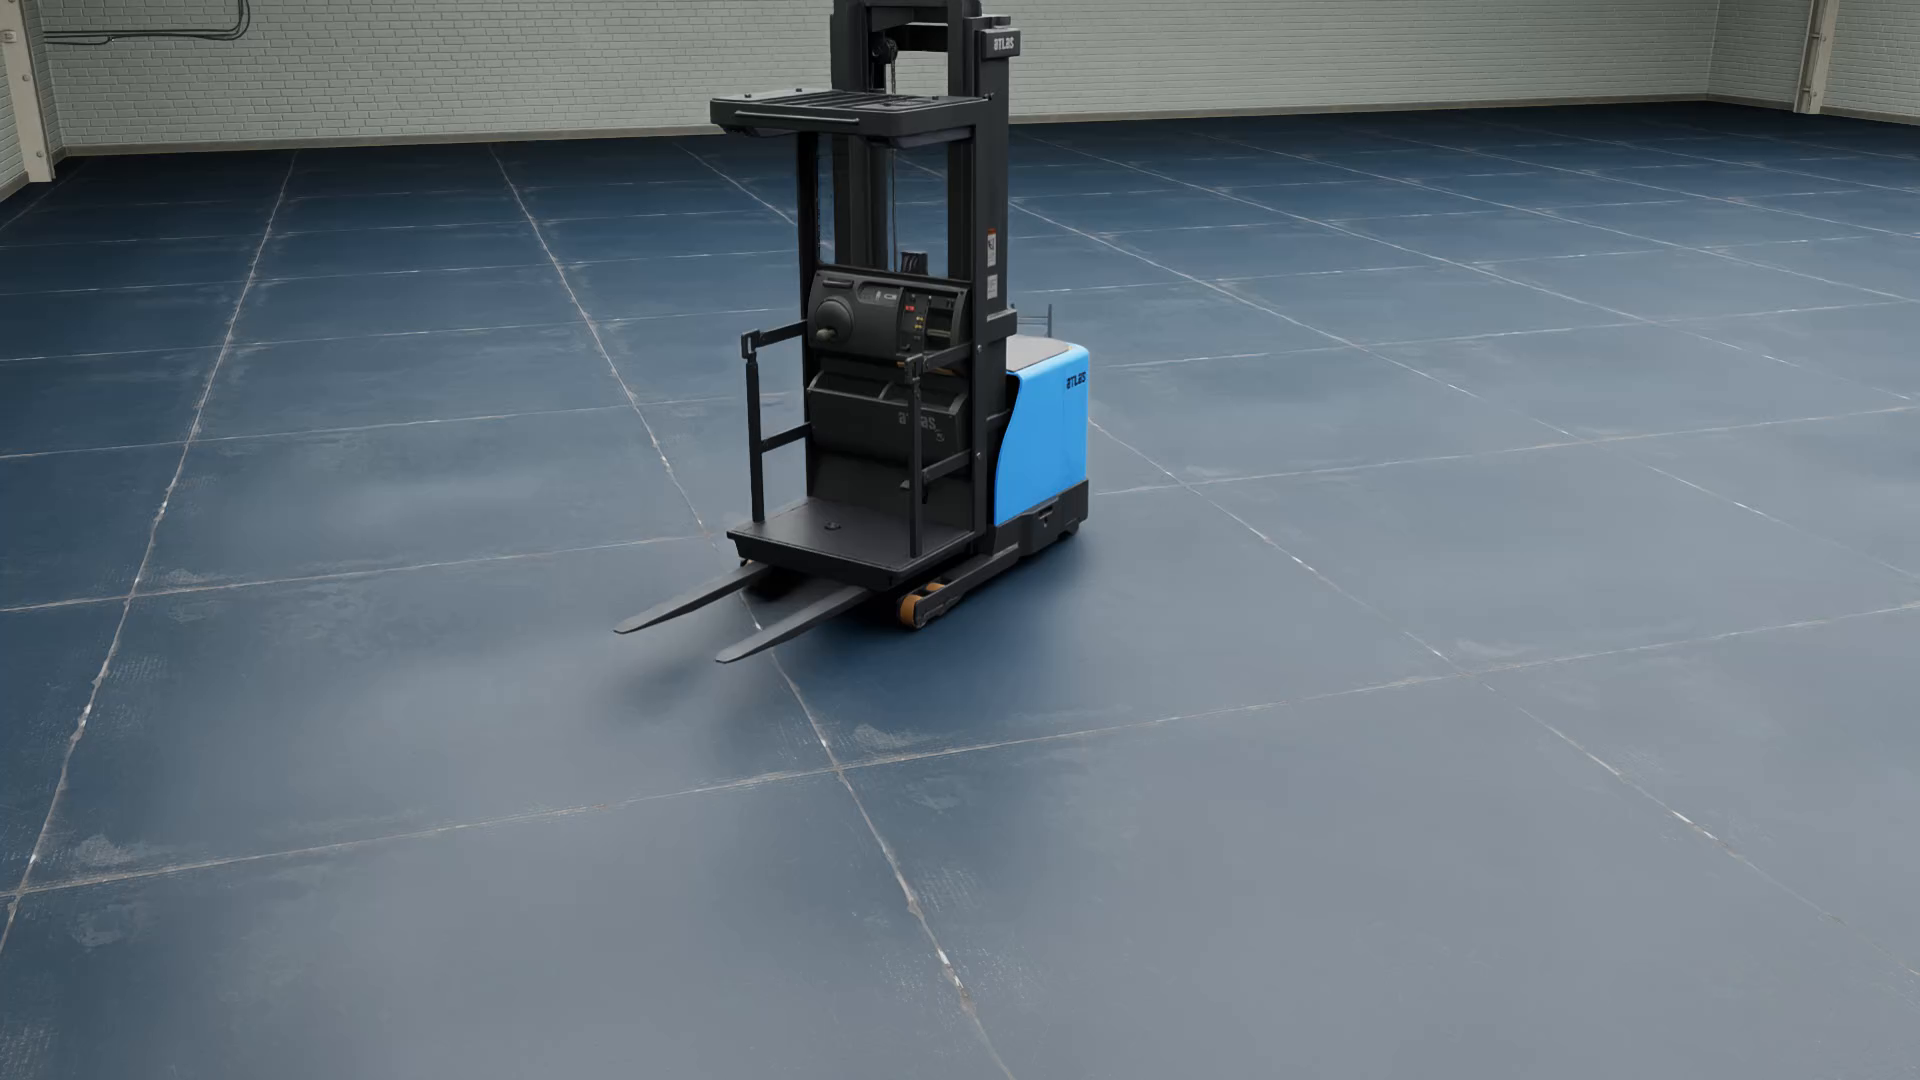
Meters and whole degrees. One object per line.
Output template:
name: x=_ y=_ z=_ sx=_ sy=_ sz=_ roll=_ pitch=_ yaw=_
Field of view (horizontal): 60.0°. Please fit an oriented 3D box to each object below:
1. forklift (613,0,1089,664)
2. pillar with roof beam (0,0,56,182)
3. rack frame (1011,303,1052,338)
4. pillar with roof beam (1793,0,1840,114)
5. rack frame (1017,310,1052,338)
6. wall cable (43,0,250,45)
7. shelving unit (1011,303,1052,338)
forklift: x=-0.487 y=-1.125 z=8.212 sx=1.130 sy=2.935 sz=3.031 roll=12 pitch=23 yaw=31
pillar with roof beam: x=-9.005 y=-9.823 z=23.452 sx=9.100 sy=9.000 sz=0.400 roll=-6 pitch=21 yaw=-17
rack frame: x=0.418 y=-0.817 z=9.917 sx=0.240 sy=1.200 sz=0.006 roll=1 pitch=20 yaw=4
pillar with roof beam: x=12.725 y=-12.255 z=30.223 sx=9.100 sy=9.000 sz=0.400 roll=-6 pitch=21 yaw=-17
rack frame: x=0.406 y=-0.756 z=9.745 sx=0.240 sy=1.200 sz=0.006 roll=1 pitch=20 yaw=4
wall cable: x=-12.763 y=-8.990 z=25.726 sx=3.097 sy=2.526 sz=0.112 roll=-6 pitch=21 yaw=-17
shelving unit: x=0.412 y=-0.787 z=9.831 sx=0.258 sy=1.200 sz=0.189 roll=1 pitch=20 yaw=4
